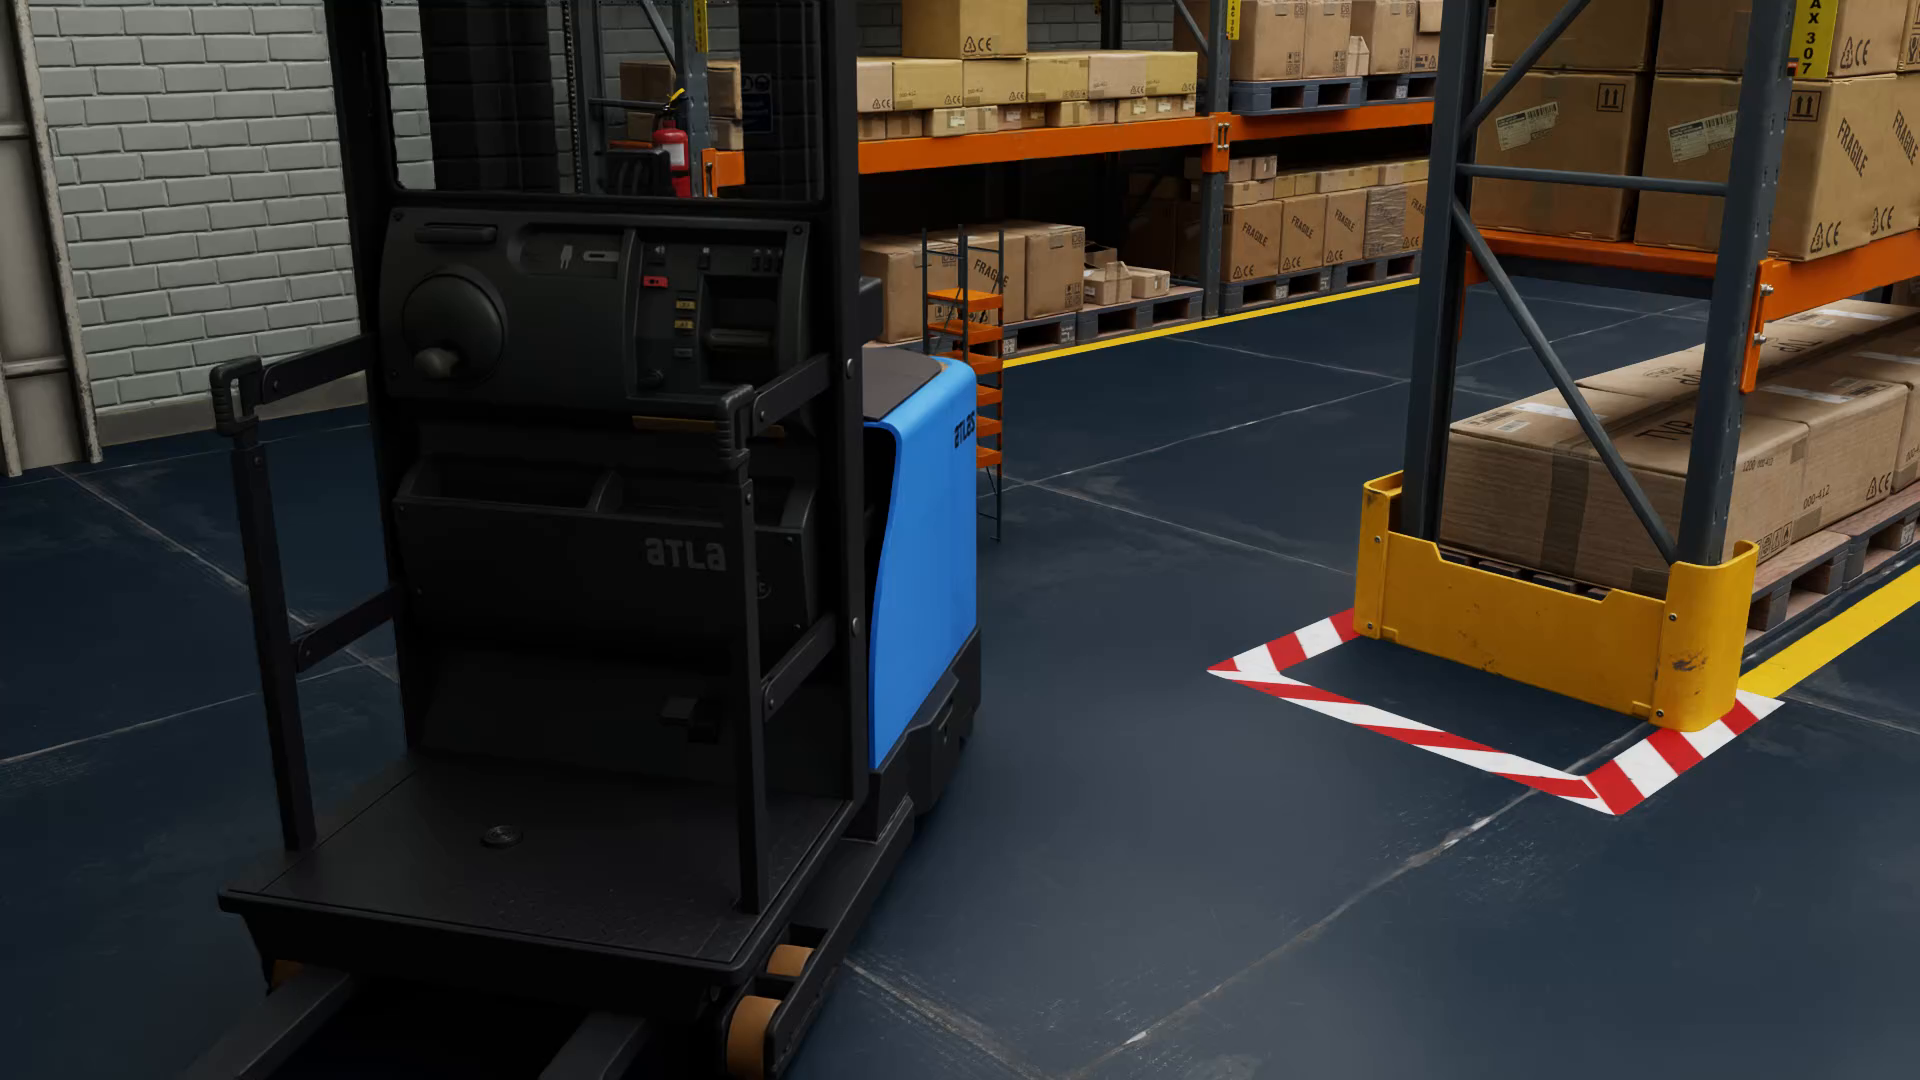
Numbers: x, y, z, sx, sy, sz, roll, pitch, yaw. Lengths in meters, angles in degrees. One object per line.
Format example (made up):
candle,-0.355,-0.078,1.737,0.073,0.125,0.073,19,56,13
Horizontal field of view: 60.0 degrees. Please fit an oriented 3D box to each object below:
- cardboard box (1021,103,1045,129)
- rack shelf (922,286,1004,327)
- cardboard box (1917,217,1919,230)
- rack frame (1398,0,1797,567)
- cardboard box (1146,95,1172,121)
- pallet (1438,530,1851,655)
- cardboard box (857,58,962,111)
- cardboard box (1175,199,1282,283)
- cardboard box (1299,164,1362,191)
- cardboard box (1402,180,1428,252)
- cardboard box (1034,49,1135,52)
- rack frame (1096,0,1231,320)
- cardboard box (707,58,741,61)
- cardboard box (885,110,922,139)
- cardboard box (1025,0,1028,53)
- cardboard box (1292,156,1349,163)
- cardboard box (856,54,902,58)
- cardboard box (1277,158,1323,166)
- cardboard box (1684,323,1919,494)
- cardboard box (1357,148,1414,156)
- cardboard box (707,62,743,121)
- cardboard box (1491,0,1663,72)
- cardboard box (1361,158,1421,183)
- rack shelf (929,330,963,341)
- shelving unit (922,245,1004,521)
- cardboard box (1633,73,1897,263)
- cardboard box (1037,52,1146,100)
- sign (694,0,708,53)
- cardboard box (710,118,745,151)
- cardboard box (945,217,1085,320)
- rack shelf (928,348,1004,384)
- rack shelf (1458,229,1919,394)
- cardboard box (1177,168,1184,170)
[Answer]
cardboard box,0.279,-2.493,9.717,0.250,0.149,0.380,-16,24,-40
rack shelf,0.011,-0.874,6.212,0.180,0.103,0.258,-16,24,-41
cardboard box,3.107,-1.340,5.591,0.500,0.500,0.500,-16,24,-41
rack frame,1.830,-1.038,4.821,0.127,3.000,1.000,-16,24,-41
cardboard box,1.091,-2.693,10.334,0.250,0.149,0.380,-15,24,-39
pallet,2.358,0.102,5.828,1.213,0.211,1.003,-16,24,-41
cardboard box,-0.336,-2.470,9.000,0.500,0.250,0.500,-17,24,-42
cardboard box,1.830,-2.059,11.345,0.500,0.500,0.500,-15,23,-38
cardboard box,2.673,-2.623,12.032,0.250,0.149,0.380,-15,23,-39
cardboard box,3.321,-2.502,12.710,0.500,0.500,0.500,-15,23,-39
cardboard box,0.778,-3.022,10.704,0.500,0.250,0.500,-17,24,-41
rack frame,1.324,-2.997,10.864,0.127,3.000,1.000,-16,24,-41
cardboard box,-1.055,-2.485,9.047,0.500,0.250,0.500,-16,24,-41
cardboard box,-0.420,-2.263,9.008,0.250,0.149,0.380,-16,24,-40
cardboard box,0.059,-3.168,9.936,0.500,0.500,0.500,-17,25,-42
cardboard box,2.734,-2.837,12.691,0.250,0.149,0.380,-16,24,-40
cardboard box,-0.312,-2.700,9.709,0.500,0.250,0.500,-16,24,-41
cardboard box,2.509,-2.789,12.544,0.265,0.149,0.390,-16,24,-41
cardboard box,3.557,-0.567,6.844,0.875,0.438,0.875,17,25,42
cardboard box,3.426,-3.073,13.418,0.250,0.149,0.380,-15,23,-39
cardboard box,-1.068,-2.255,8.337,0.500,0.250,0.500,-16,24,-41
cardboard box,2.017,-1.716,5.131,0.500,0.500,0.500,-15,23,-39
cardboard box,3.243,-2.793,12.555,0.250,0.149,0.380,-17,24,-42
rack shelf,0.011,-0.779,6.243,0.166,0.020,0.199,-16,24,-41
shelving unit,0.011,-0.574,6.310,0.183,1.046,0.258,-16,24,-41
cardboard box,2.376,-1.122,4.921,0.500,0.500,0.500,-17,24,-41
cardboard box,0.767,-2.795,10.002,0.500,0.250,0.500,-16,24,-41
sign,-1.210,-2.439,7.741,0.005,0.325,0.100,-16,24,-41
cardboard box,-1.155,-2.038,8.314,0.250,0.149,0.380,-16,24,-41
cardboard box,0.329,-1.661,10.115,0.700,0.500,0.500,17,24,42
rack shelf,0.011,-0.646,6.286,0.180,0.103,0.258,-16,24,-41
rack shelf,3.284,-1.119,6.239,4.000,0.370,1.077,-16,24,-41
cardboard box,1.751,-2.569,11.865,0.250,0.149,0.380,-16,24,-40
